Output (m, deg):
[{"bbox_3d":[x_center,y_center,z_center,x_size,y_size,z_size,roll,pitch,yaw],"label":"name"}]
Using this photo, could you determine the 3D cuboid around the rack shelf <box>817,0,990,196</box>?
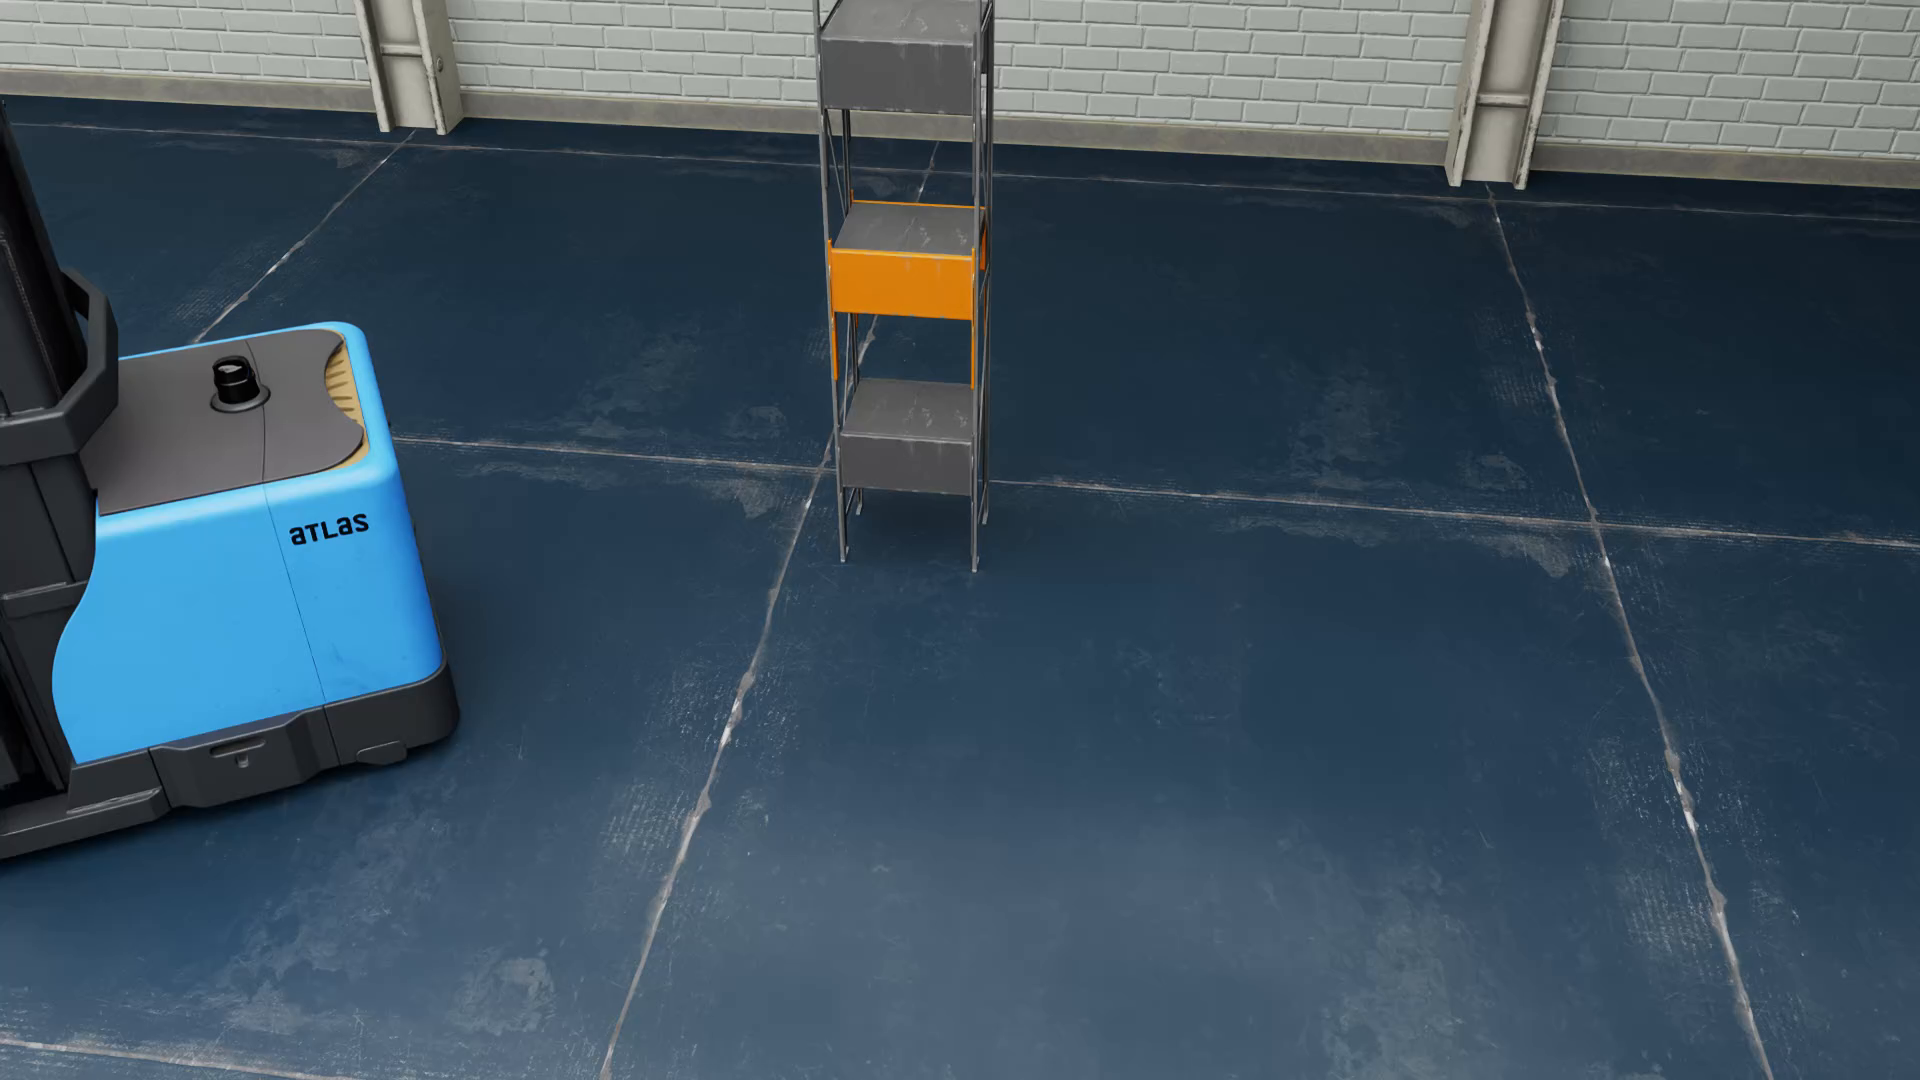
[{"bbox_3d":[-0.164,-1.426,5.258,0.480,0.518,0.431,4,36,6],"label":"rack shelf"}]

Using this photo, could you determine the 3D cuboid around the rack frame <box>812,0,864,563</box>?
[{"bbox_3d":[-0.406,-0.885,5.683,0.015,2.100,0.400,4,36,6],"label":"rack frame"}]

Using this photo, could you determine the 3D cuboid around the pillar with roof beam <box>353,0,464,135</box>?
[{"bbox_3d":[-3.658,-3.599,3.546,0.400,9.000,9.100,4,36,6],"label":"pillar with roof beam"}]

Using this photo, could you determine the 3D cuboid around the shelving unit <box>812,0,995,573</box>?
[{"bbox_3d":[-0.164,-0.867,5.657,0.503,2.100,0.431,4,36,6],"label":"shelving unit"}]

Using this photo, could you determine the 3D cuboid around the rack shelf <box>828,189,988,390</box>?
[{"bbox_3d":[-0.164,-0.856,5.665,0.480,0.518,0.431,4,36,6],"label":"rack shelf"}]

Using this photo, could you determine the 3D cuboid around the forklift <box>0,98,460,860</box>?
[{"bbox_3d":[-3.167,-0.465,4.379,3.031,2.935,1.130,-13,38,-18],"label":"forklift"}]

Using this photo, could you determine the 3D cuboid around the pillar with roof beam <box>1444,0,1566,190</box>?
[{"bbox_3d":[2.293,-3.155,2.924,0.400,9.000,9.100,4,36,6],"label":"pillar with roof beam"}]

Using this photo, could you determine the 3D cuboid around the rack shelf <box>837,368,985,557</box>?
[{"bbox_3d":[-0.164,-0.286,6.072,0.480,0.518,0.431,4,36,6],"label":"rack shelf"}]

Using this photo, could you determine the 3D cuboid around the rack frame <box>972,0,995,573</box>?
[{"bbox_3d":[0.078,-0.849,5.632,0.015,2.100,0.400,4,36,6],"label":"rack frame"}]
